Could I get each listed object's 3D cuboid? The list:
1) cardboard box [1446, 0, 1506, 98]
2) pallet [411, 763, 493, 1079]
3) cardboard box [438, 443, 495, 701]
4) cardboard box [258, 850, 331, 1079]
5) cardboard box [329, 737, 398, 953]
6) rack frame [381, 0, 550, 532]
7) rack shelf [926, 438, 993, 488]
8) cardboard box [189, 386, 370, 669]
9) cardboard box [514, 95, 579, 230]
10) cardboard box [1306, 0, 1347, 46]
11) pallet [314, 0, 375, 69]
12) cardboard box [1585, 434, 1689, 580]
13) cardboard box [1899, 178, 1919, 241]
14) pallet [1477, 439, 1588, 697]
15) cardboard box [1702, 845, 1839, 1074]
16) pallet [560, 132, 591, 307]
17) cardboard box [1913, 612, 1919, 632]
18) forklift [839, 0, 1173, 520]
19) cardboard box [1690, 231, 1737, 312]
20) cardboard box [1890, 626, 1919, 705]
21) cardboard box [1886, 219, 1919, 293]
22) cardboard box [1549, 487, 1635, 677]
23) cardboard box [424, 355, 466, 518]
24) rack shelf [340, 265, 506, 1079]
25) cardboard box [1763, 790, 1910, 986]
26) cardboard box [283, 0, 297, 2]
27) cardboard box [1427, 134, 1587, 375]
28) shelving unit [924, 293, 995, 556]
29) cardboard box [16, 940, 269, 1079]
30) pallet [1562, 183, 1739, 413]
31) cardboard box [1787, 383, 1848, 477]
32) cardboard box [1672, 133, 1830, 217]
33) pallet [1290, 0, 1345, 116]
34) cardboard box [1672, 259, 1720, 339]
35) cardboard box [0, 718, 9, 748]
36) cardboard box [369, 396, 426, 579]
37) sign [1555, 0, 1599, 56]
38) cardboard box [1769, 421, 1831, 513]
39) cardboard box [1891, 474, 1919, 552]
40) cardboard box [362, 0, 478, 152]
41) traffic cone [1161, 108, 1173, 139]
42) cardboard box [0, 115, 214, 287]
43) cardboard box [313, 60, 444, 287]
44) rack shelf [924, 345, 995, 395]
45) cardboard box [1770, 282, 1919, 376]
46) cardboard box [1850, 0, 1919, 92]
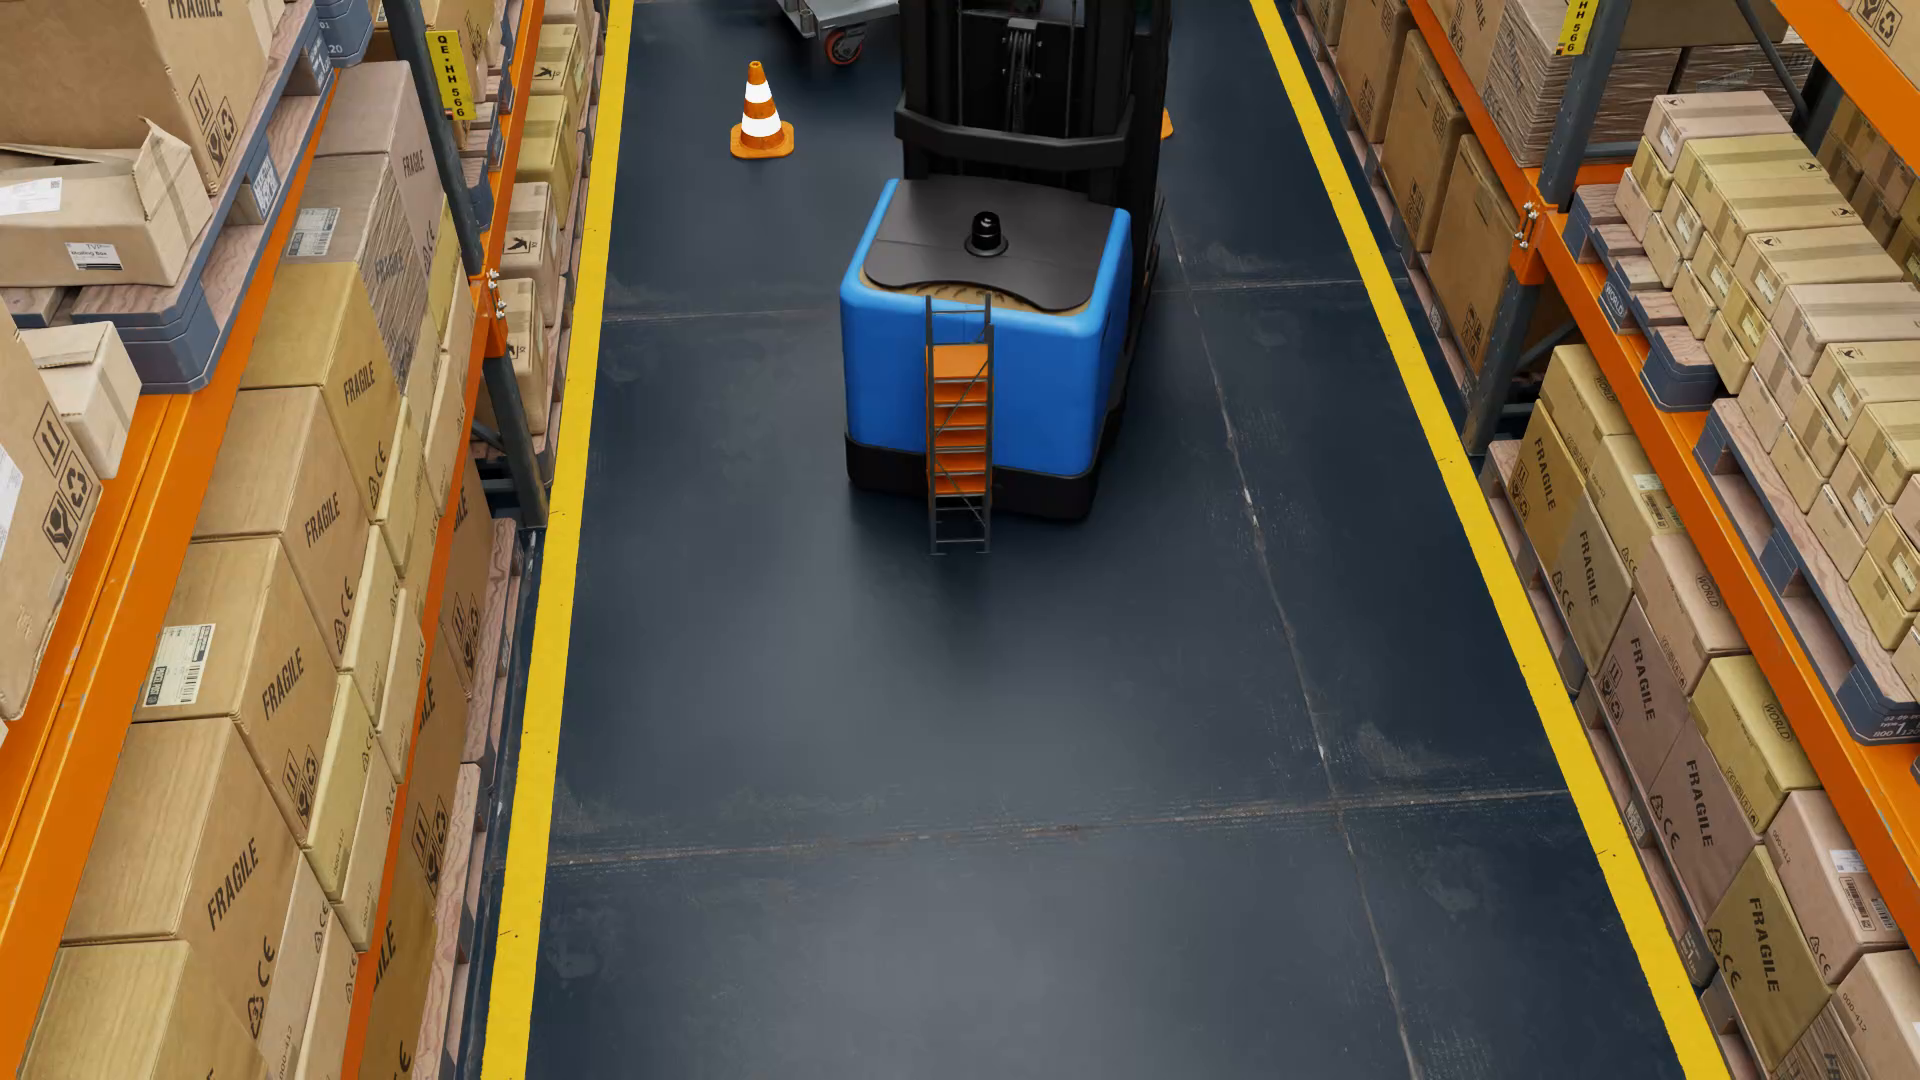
[{"bbox_3d":[2.356,-2.168,6.805,0.500,0.500,0.500,-3,47,-3],"label":"cardboard box"},{"bbox_3d":[-2.133,1.325,5.486,1.003,0.211,1.213,-3,47,-3],"label":"pallet"},{"bbox_3d":[-2.248,0.002,5.993,0.875,0.875,0.875,-4,47,-4],"label":"cardboard box"},{"bbox_3d":[-1.716,0.974,3.657,0.500,0.250,0.500,-3,47,-3],"label":"cardboard box"},{"bbox_3d":[-1.734,0.776,4.189,0.500,0.250,0.500,-4,47,-4],"label":"cardboard box"},{"bbox_3d":[-2.223,-1.089,5.852,1.000,3.000,0.127,-3,47,-3],"label":"rack frame"},{"bbox_3d":[-0.003,-0.308,6.578,0.258,0.103,0.180,-2,47,-2],"label":"rack shelf"},{"bbox_3d":[-1.798,-0.012,4.075,0.500,0.500,0.500,-4,47,-4],"label":"cardboard box"},{"bbox_3d":[-2.388,-1.822,8.066,0.950,0.372,0.625,-2,47,-2],"label":"cardboard box"},{"bbox_3d":[2.508,-3.284,9.191,1.050,0.750,0.750,-4,47,-3],"label":"cardboard box"},{"bbox_3d":[-2.116,-1.593,4.393,1.213,0.211,1.003,-2,47,-1],"label":"pallet"},{"bbox_3d":[2.560,-0.125,5.855,0.500,0.250,0.500,-4,47,-4],"label":"cardboard box"},{"bbox_3d":[3.240,-1.028,5.268,0.380,0.149,0.250,-2,47,-2],"label":"cardboard box"},{"bbox_3d":[2.765,0.061,6.683,1.003,0.211,1.213,-3,47,-3],"label":"pallet"},{"bbox_3d":[2.680,1.255,5.065,0.500,0.500,0.500,-4,47,-4],"label":"cardboard box"},{"bbox_3d":[-2.386,-1.576,8.234,1.003,0.211,1.213,-3,47,-3],"label":"pallet"},{"bbox_3d":[2.717,0.239,4.273,0.380,0.149,0.250,-6,47,-5],"label":"cardboard box"},{"bbox_3d":[0.350,-2.183,6.935,1.130,2.935,3.031,9,47,9],"label":"forklift"},{"bbox_3d":[2.592,-0.872,5.326,0.380,0.149,0.250,-5,47,-5],"label":"cardboard box"},{"bbox_3d":[2.715,0.347,4.376,0.380,0.149,0.250,-5,47,-5],"label":"cardboard box"},{"bbox_3d":[3.245,-0.910,5.362,0.380,0.149,0.250,-2,47,-2],"label":"cardboard box"},{"bbox_3d":[2.552,0.143,6.118,0.500,0.500,0.500,-3,47,-3],"label":"cardboard box"},{"bbox_3d":[-1.863,-0.319,5.226,0.500,0.250,0.500,-3,47,-3],"label":"cardboard box"},{"bbox_3d":[-2.056,0.605,4.743,1.077,0.370,4.000,-3,47,-3],"label":"rack shelf"},{"bbox_3d":[2.692,0.992,4.797,0.500,0.250,0.500,-1,47,-1],"label":"cardboard box"},{"bbox_3d":[-1.951,-1.595,3.907,0.700,0.500,0.500,-6,47,-5],"label":"cardboard box"},{"bbox_3d":[2.740,-1.280,7.293,1.050,0.750,0.750,-4,47,-4],"label":"cardboard box"},{"bbox_3d":[-0.002,-0.421,6.458,0.258,1.200,0.189,-2,47,-2],"label":"shelving unit"},{"bbox_3d":[-1.639,1.091,3.030,0.500,0.500,0.500,-3,47,-3],"label":"cardboard box"},{"bbox_3d":[2.867,-0.888,5.794,1.213,0.211,1.003,-3,47,-3],"label":"pallet"},{"bbox_3d":[2.651,-0.330,4.812,0.380,0.149,0.250,-4,47,-4],"label":"cardboard box"},{"bbox_3d":[2.572,-1.185,5.417,0.380,0.149,0.250,-5,47,-4],"label":"cardboard box"},{"bbox_3d":[2.506,-2.845,9.435,1.003,0.211,1.213,-3,47,-3],"label":"pallet"},{"bbox_3d":[2.583,-0.796,5.458,0.380,0.149,0.250,-1,47,-1],"label":"cardboard box"},{"bbox_3d":[-1.581,0.292,2.281,0.396,0.266,0.258,-4,47,-4],"label":"cardboard box"},{"bbox_3d":[-1.819,-0.135,4.707,0.500,0.250,0.500,-5,47,-4],"label":"cardboard box"},{"bbox_3d":[2.148,-1.825,5.752,0.100,0.325,0.005,-3,47,-3],"label":"sign"},{"bbox_3d":[2.650,-0.226,4.918,0.380,0.149,0.250,-3,47,-3],"label":"cardboard box"},{"bbox_3d":[2.700,-0.053,4.345,0.380,0.149,0.250,-5,47,-5],"label":"cardboard box"},{"bbox_3d":[-2.030,-1.710,5.877,0.500,0.500,0.500,-5,47,-4],"label":"cardboard box"},{"bbox_3d":[0.974,-2.423,8.862,0.336,0.463,0.334,-3,47,-3],"label":"traffic cone"},{"bbox_3d":[-1.692,-0.668,3.190,0.396,0.266,0.258,0,47,0],"label":"cardboard box"},{"bbox_3d":[-1.919,-1.109,5.113,0.500,0.500,0.500,-5,47,-4],"label":"cardboard box"},{"bbox_3d":[-0.002,-0.638,6.229,0.258,0.103,0.180,-2,47,-2],"label":"rack shelf"},{"bbox_3d":[2.634,-0.620,4.882,0.380,0.149,0.250,-2,47,-1],"label":"cardboard box"},{"bbox_3d":[2.580,-1.377,3.990,0.500,0.500,0.500,-3,47,-3],"label":"cardboard box"}]
